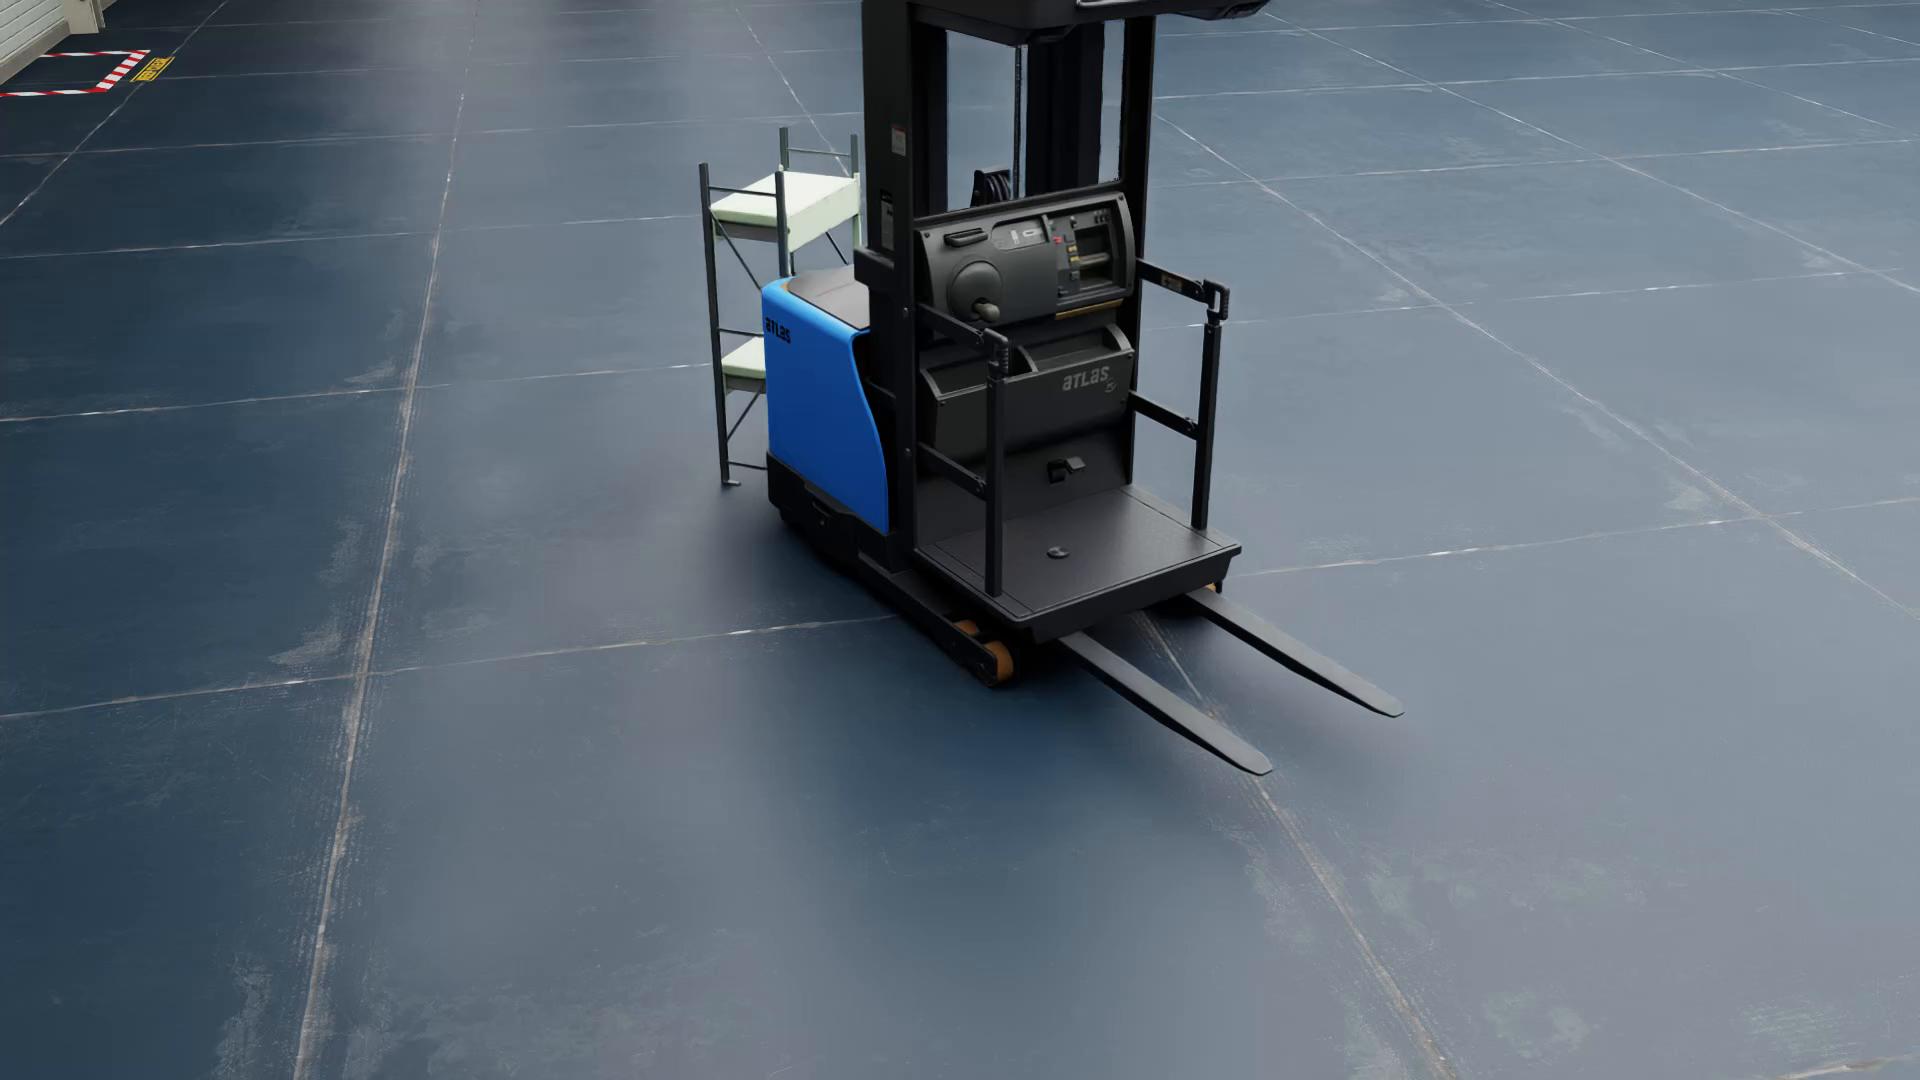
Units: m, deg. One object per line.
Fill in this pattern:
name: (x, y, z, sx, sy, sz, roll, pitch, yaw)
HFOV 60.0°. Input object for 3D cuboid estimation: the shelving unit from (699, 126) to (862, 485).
shelving unit: (-0.790, -1.063, 7.692, 0.431, 1.500, 0.755, 11, 29, 20)

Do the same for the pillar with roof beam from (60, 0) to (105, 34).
pillar with roof beam: (-5.500, -10.110, 17.294, 9.100, 9.000, 0.400, -6, 27, -12)

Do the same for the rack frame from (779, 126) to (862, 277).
rack frame: (-0.651, -1.216, 7.995, 0.400, 1.500, 0.023, 11, 29, 20)

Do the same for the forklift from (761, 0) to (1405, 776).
forklift: (0.382, -1.012, 6.003, 1.130, 2.935, 3.031, -17, 31, -30)

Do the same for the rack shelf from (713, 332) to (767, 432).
rack shelf: (-0.790, -0.772, 7.839, 0.431, 0.370, 0.720, 11, 29, 20)

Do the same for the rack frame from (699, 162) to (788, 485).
rack frame: (-0.930, -0.911, 7.390, 0.400, 1.500, 0.023, 11, 29, 20)

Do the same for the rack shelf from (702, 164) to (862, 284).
rack shelf: (-0.790, -1.412, 7.517, 0.431, 0.370, 0.720, 11, 29, 20)
